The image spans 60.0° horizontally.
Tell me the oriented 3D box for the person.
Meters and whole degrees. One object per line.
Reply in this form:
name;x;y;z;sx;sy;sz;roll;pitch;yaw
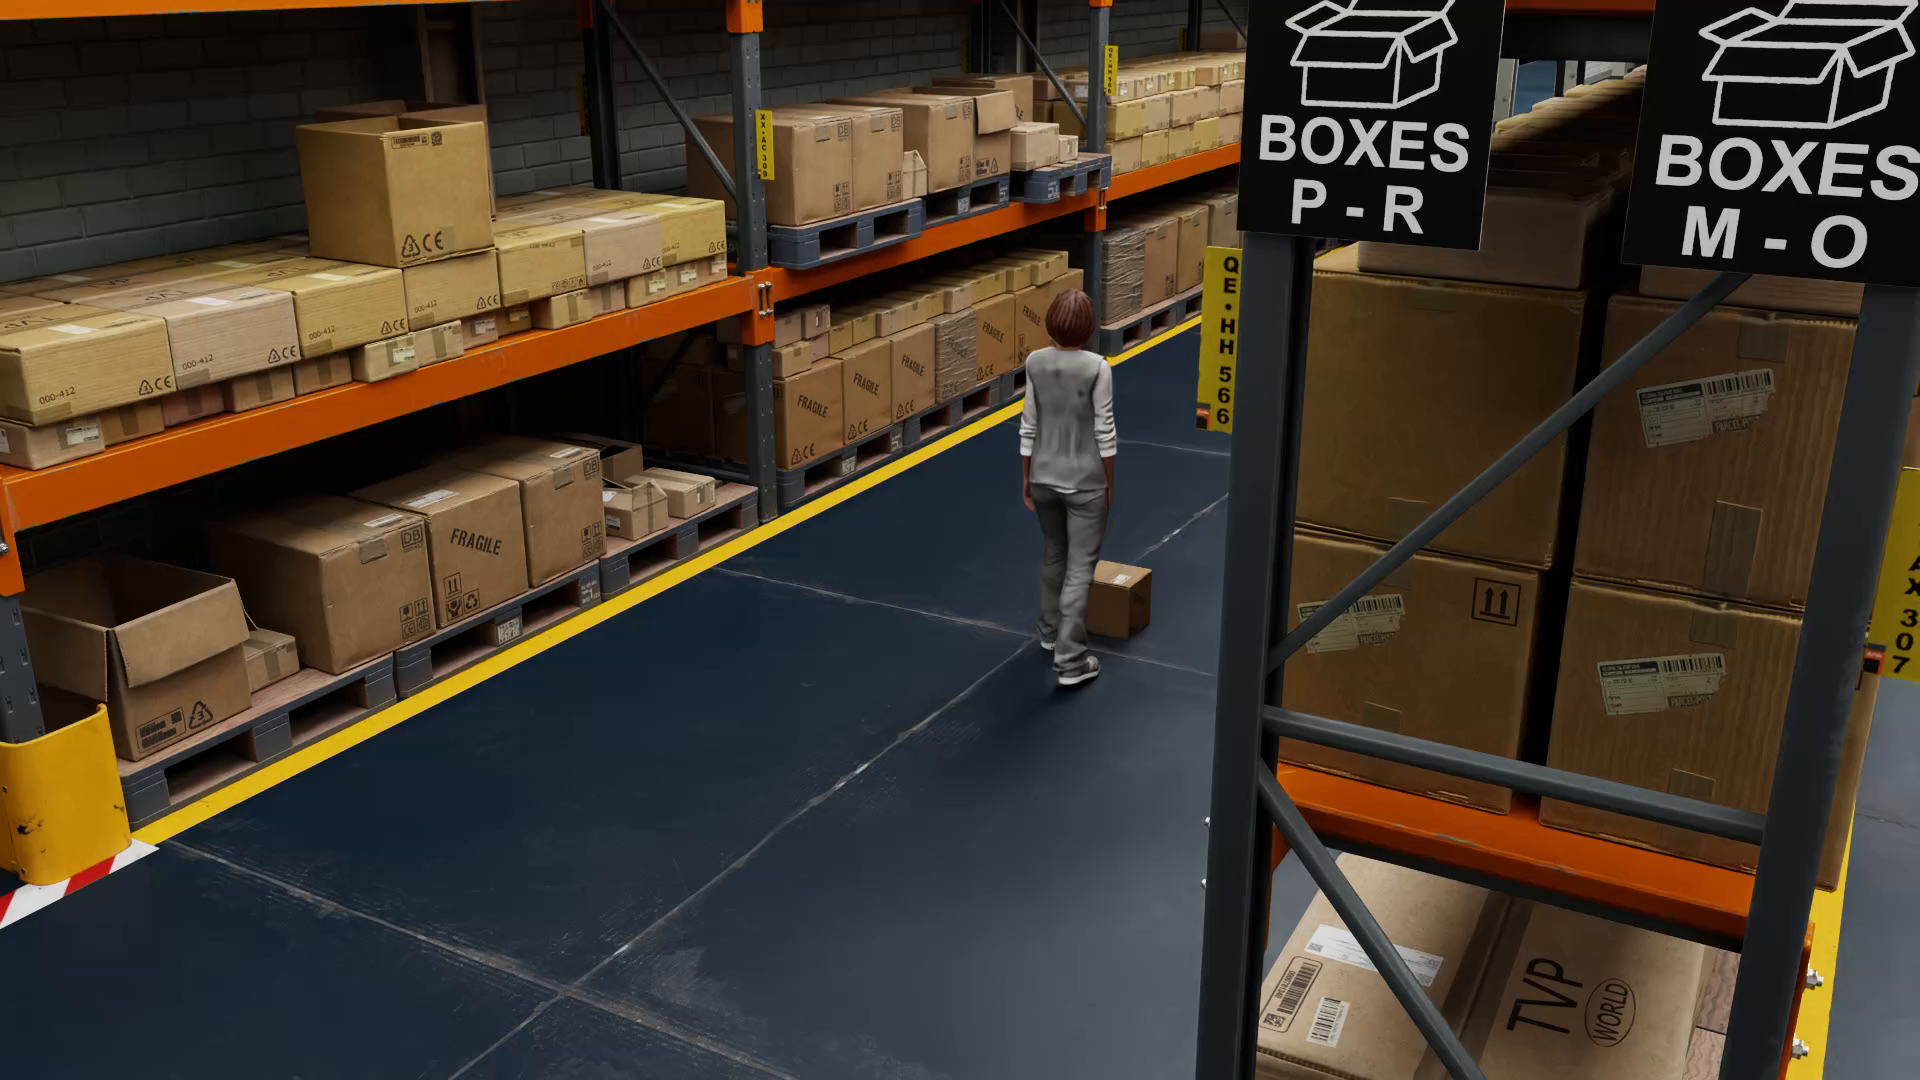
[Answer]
person;0.446;-0.238;6.767;0.418;1.582;0.601;11;23;29
